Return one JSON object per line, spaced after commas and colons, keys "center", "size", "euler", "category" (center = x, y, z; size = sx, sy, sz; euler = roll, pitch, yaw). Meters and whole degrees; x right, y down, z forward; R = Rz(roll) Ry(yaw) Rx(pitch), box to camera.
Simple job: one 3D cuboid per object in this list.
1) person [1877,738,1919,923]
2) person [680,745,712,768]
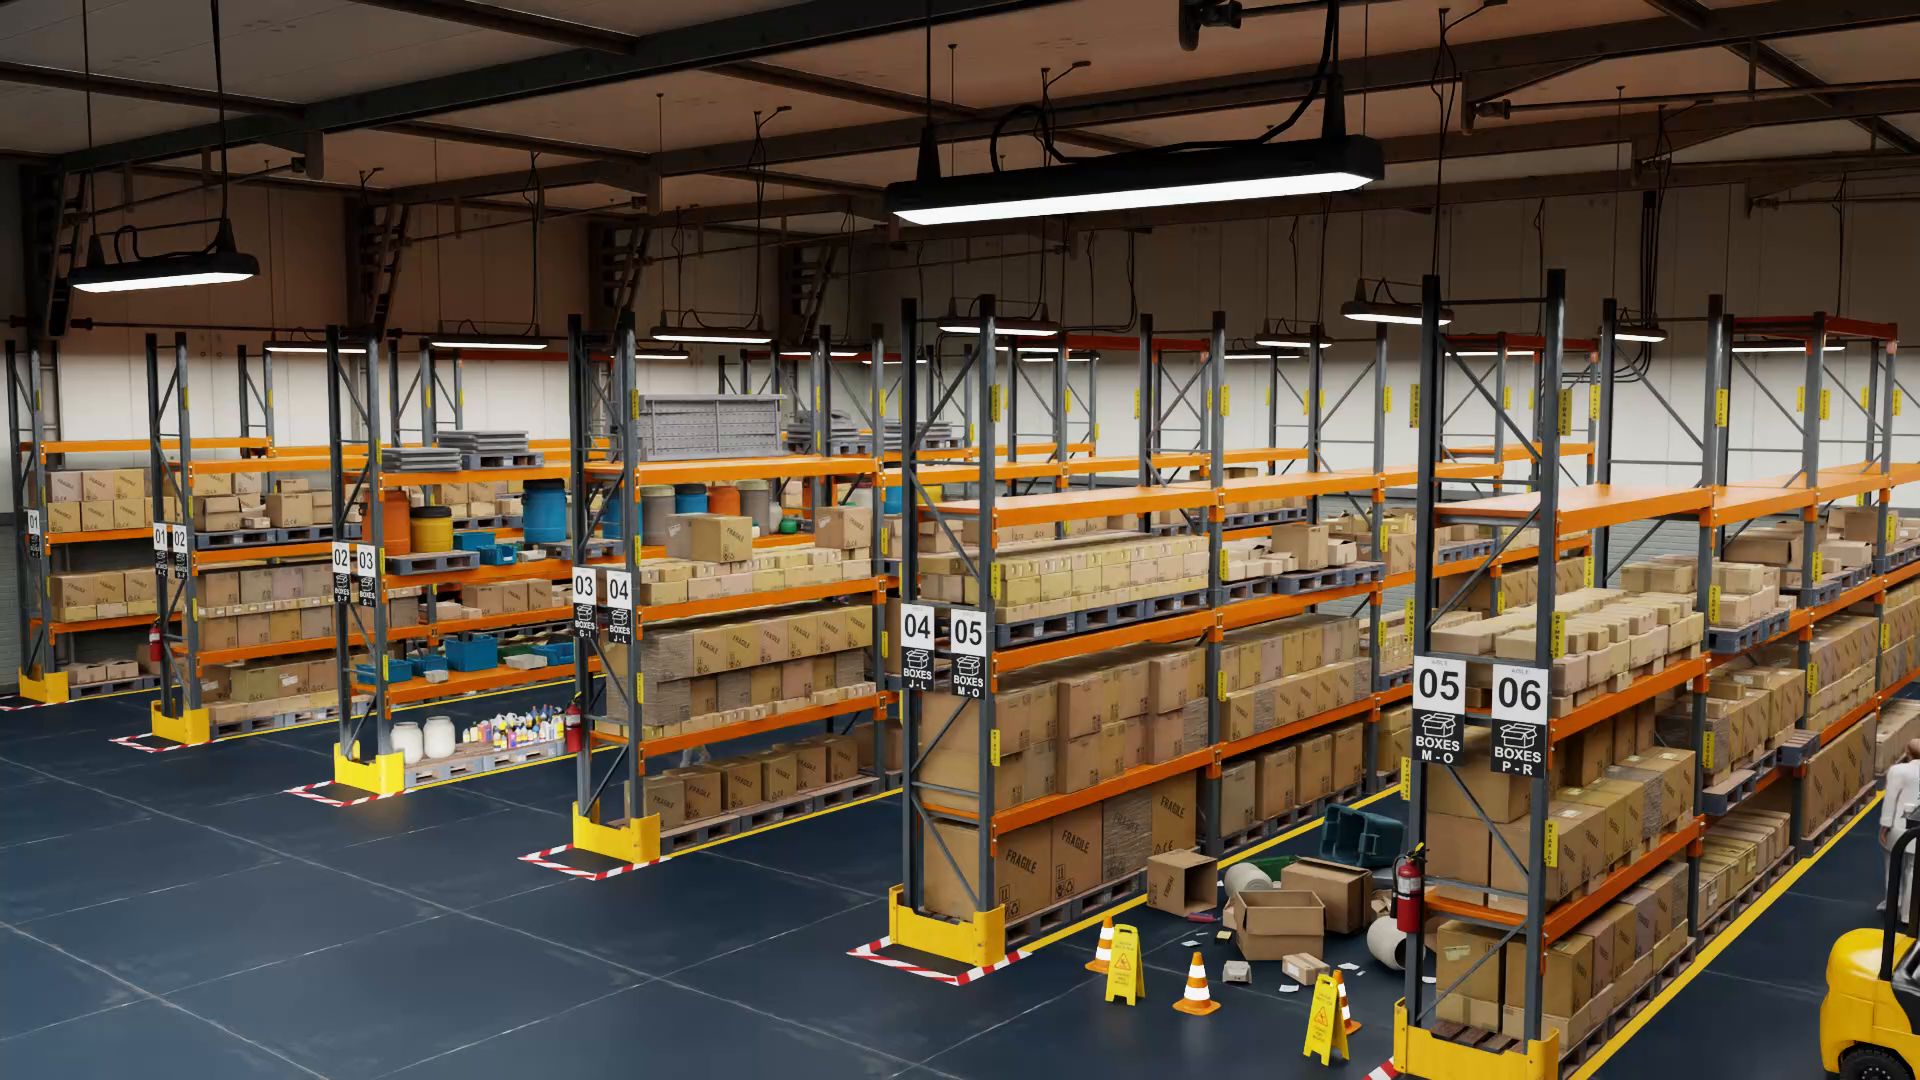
{"center": [9.261, 2.820, 16.175], "size": [0.581, 1.778, 0.573], "euler": [3, 6, 31], "category": "person"}
{"center": [-3.589, 2.342, 22.449], "size": [0.563, 1.664, 0.730], "euler": [4, 6, 36], "category": "person"}
